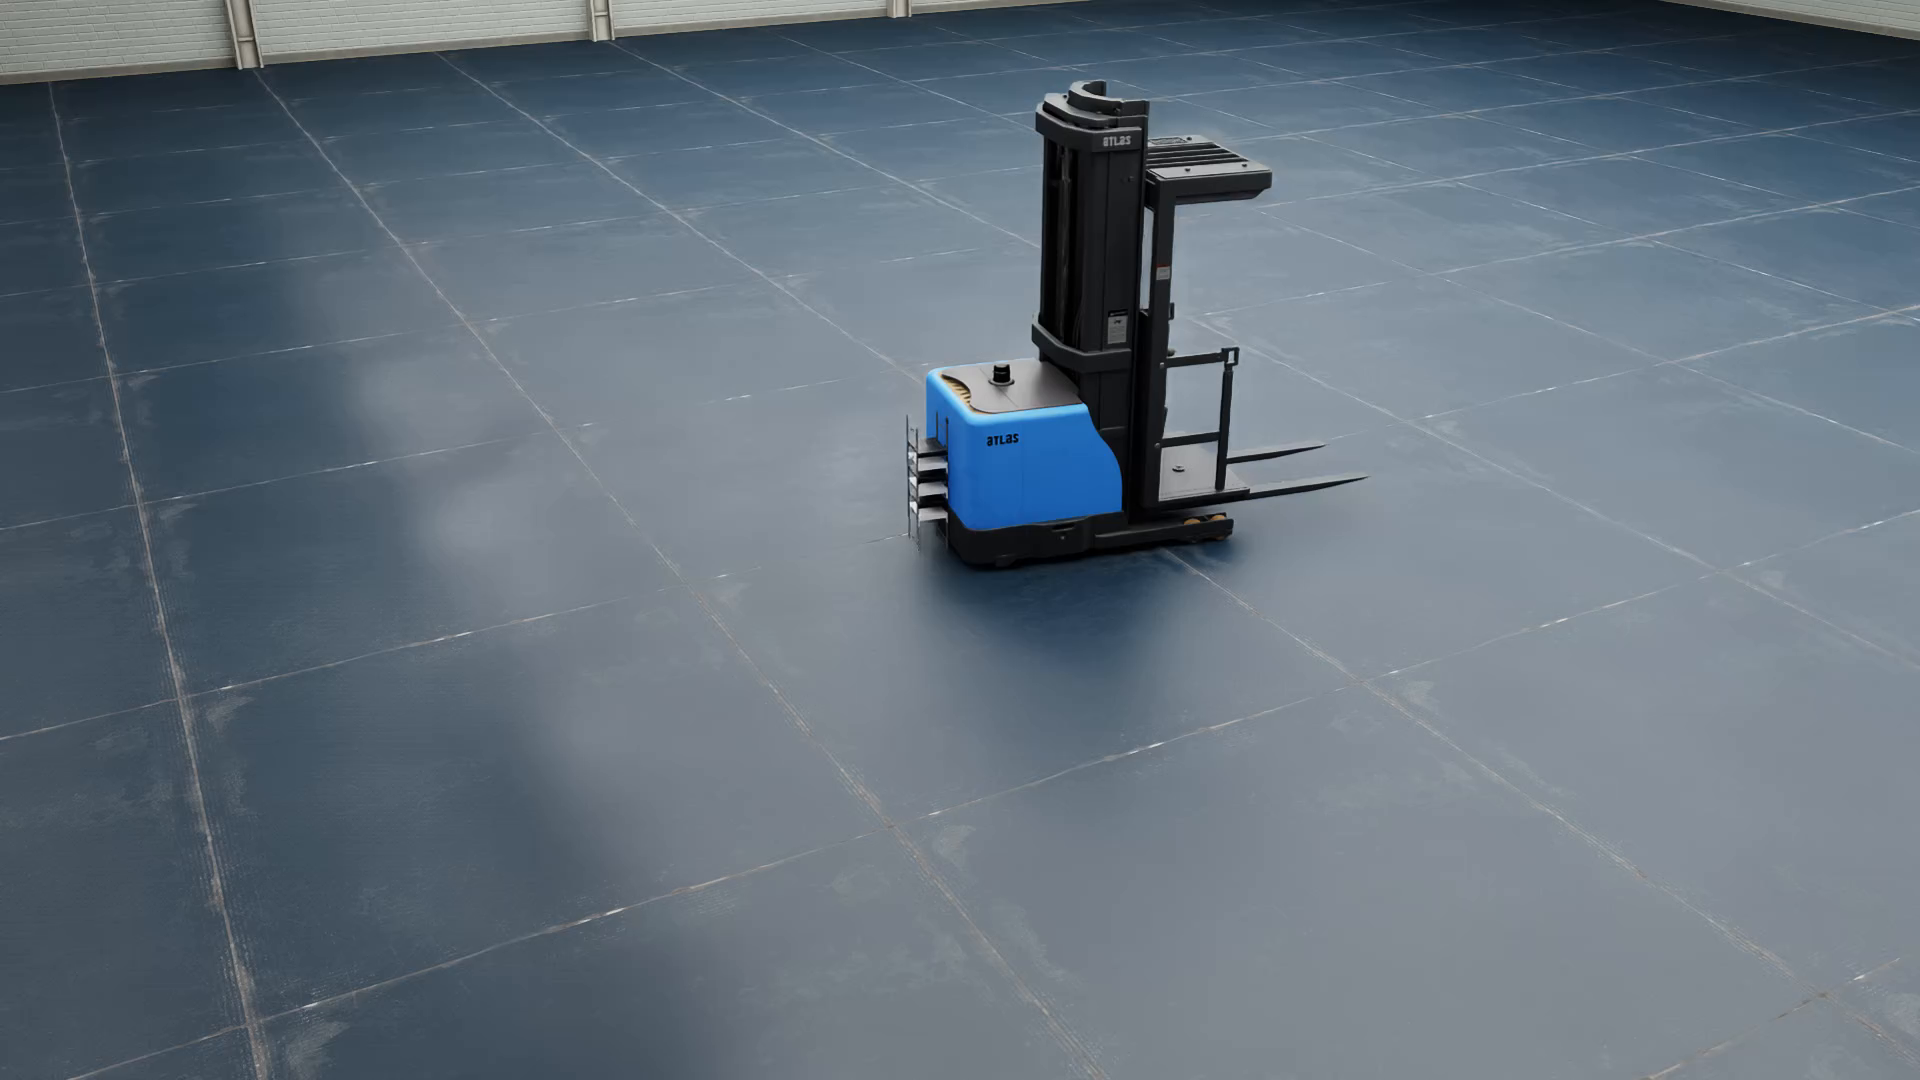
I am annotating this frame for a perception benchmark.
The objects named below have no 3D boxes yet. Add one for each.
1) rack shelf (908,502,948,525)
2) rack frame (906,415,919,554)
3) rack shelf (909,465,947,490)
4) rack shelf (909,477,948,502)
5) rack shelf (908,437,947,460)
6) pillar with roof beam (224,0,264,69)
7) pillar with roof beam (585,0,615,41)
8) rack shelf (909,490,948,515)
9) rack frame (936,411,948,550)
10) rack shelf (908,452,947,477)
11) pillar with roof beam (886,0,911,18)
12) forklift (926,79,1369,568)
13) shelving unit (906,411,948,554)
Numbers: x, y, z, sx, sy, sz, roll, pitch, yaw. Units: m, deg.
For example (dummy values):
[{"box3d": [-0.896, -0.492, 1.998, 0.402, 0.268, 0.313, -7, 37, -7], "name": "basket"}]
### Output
[{"box3d": [-0.216, -0.184, 11.086, 0.200, 0.077, 0.258, -8, 27, -16], "name": "rack shelf"}, {"box3d": [-0.312, -0.363, 10.966, 0.006, 0.900, 0.240, -8, 27, -16], "name": "rack frame"}, {"box3d": [-0.216, -0.427, 10.970, 0.200, 0.077, 0.258, -8, 27, -16], "name": "rack shelf"}, {"box3d": [-0.216, -0.346, 11.008, 0.200, 0.077, 0.258, -8, 27, -16], "name": "rack shelf"}, {"box3d": [-0.216, -0.590, 10.892, 0.200, 0.077, 0.258, -8, 27, -16], "name": "rack shelf"}, {"box3d": [-9.764, -10.270, 22.244, 0.400, 9.000, 9.100, -13, 29, -25], "name": "pillar with roof beam"}, {"box3d": [-4.470, -11.492, 24.789, 0.400, 9.000, 9.100, -13, 29, -25], "name": "pillar with roof beam"}, {"box3d": [-0.216, -0.265, 11.047, 0.200, 0.077, 0.258, -8, 27, -16], "name": "rack shelf"}, {"box3d": [-0.119, -0.390, 11.022, 0.006, 0.900, 0.240, -8, 27, -16], "name": "rack frame"}, {"box3d": [-0.216, -0.509, 10.931, 0.200, 0.077, 0.258, -8, 27, -16], "name": "rack shelf"}, {"box3d": [0.824, -12.714, 27.334, 0.400, 9.000, 9.100, -13, 29, -25], "name": "pillar with roof beam"}, {"box3d": [1.332, -1.503, 10.995, 3.031, 2.935, 1.130, -8, 27, -16], "name": "forklift"}, {"box3d": [-0.216, -0.376, 10.994, 0.210, 0.900, 0.258, -8, 27, -16], "name": "shelving unit"}]
